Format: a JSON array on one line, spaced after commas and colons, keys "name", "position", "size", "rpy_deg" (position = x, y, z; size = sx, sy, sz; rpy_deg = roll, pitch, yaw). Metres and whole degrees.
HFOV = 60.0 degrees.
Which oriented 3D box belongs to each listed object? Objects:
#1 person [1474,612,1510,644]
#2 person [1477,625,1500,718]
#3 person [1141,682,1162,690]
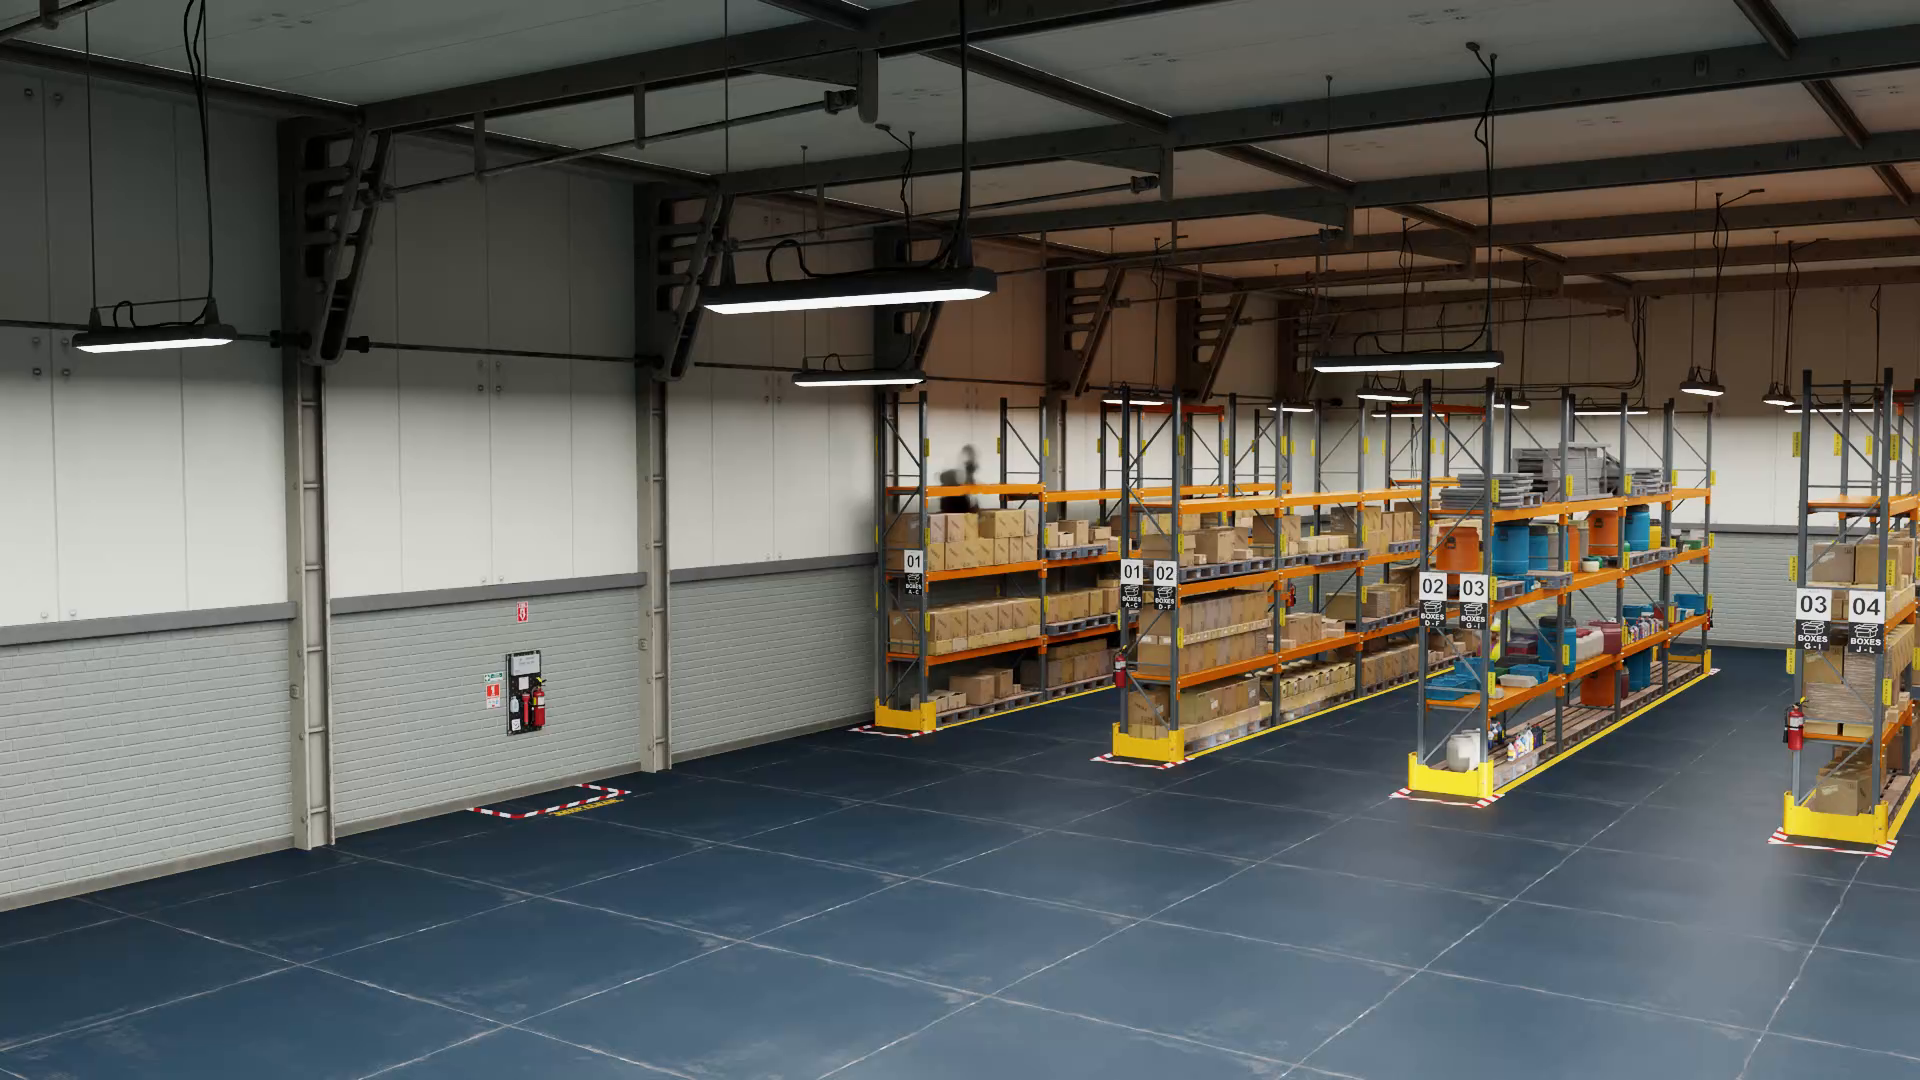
[{"name": "person", "position": [10.918, 2.240, 34.220], "size": [0.671, 1.834, 0.733], "rpy_deg": [2, 4, 31]}, {"name": "person", "position": [9.820, 2.432, 30.656], "size": [0.674, 1.721, 0.569], "rpy_deg": [2, 4, 38]}, {"name": "person", "position": [3.781, 2.346, 32.139], "size": [0.638, 1.824, 0.782], "rpy_deg": [2, 4, 30]}]
